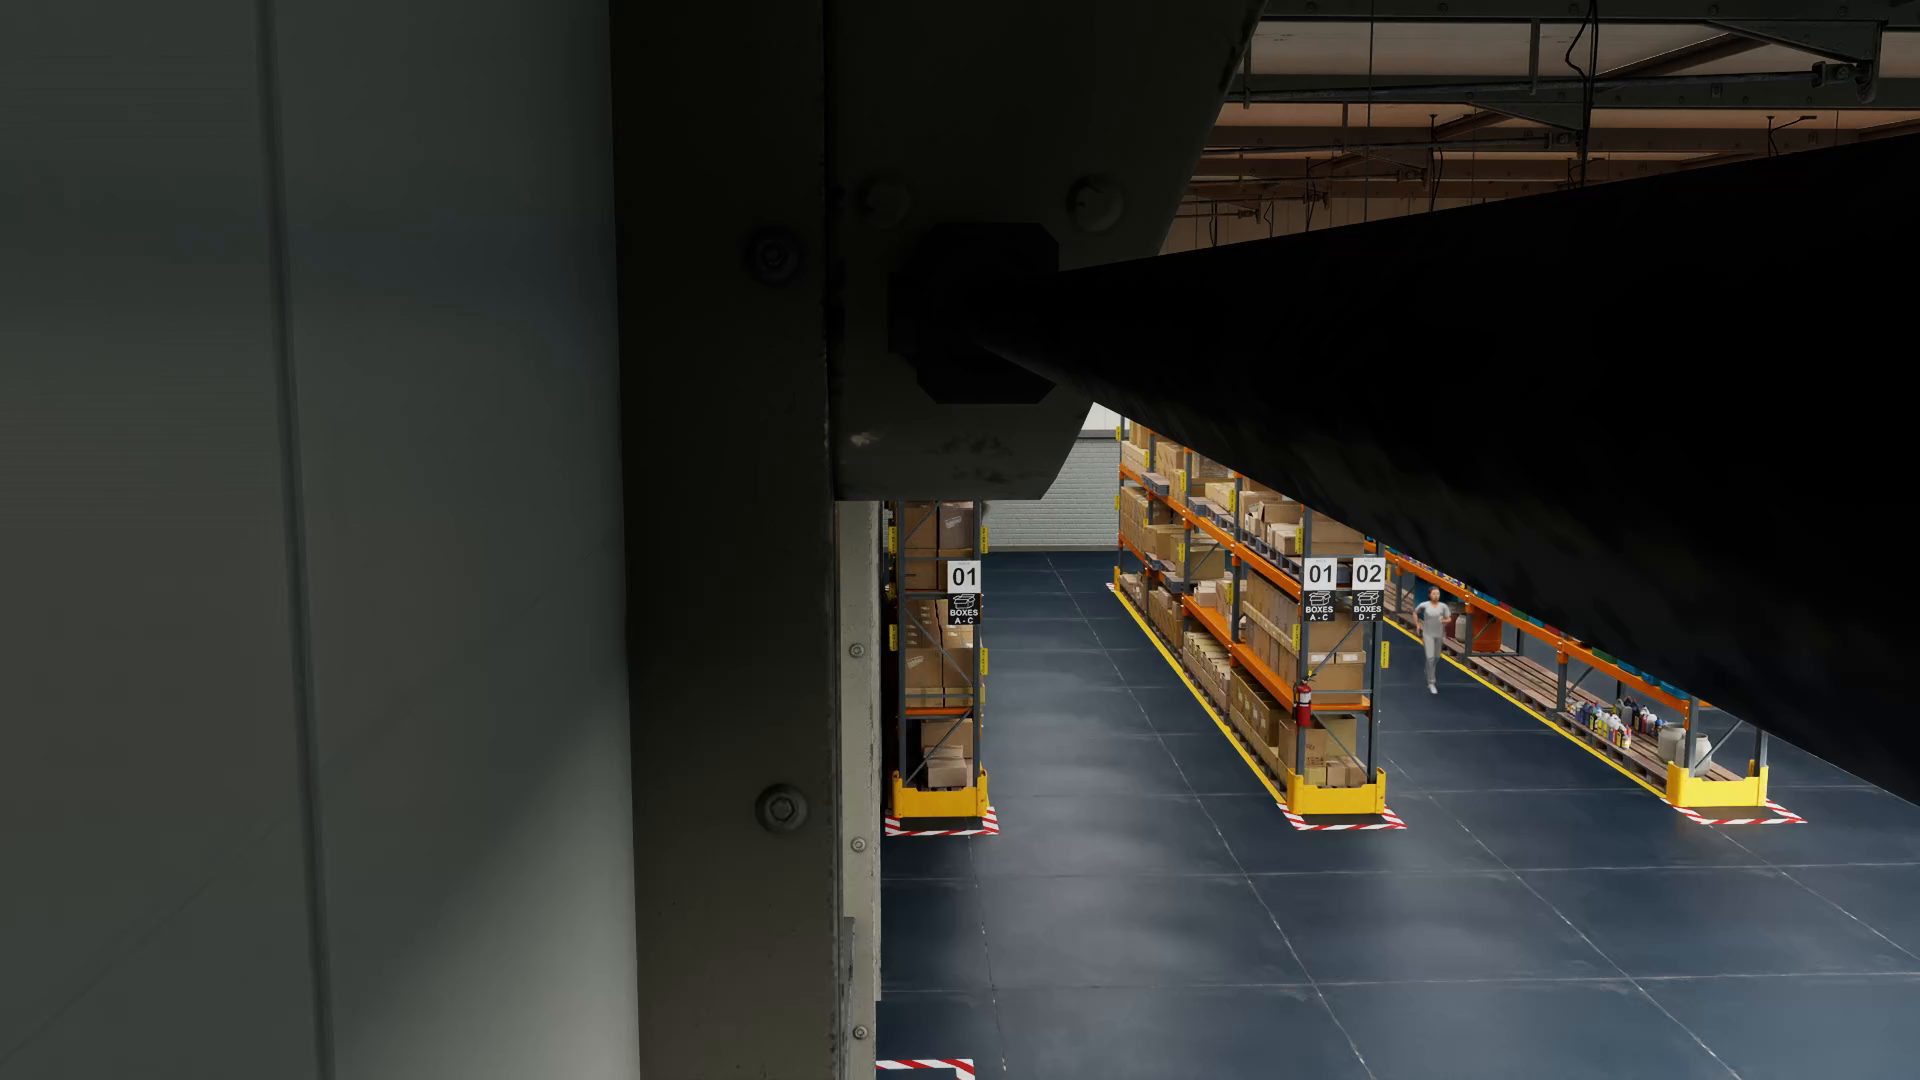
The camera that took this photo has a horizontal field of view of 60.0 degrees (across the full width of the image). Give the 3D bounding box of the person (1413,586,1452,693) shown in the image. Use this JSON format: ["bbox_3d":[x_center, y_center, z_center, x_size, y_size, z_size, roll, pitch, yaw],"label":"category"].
[{"bbox_3d":[7.710,1.582,27.146,0.549,1.678,0.940,0,8,-2],"label":"person"}]
